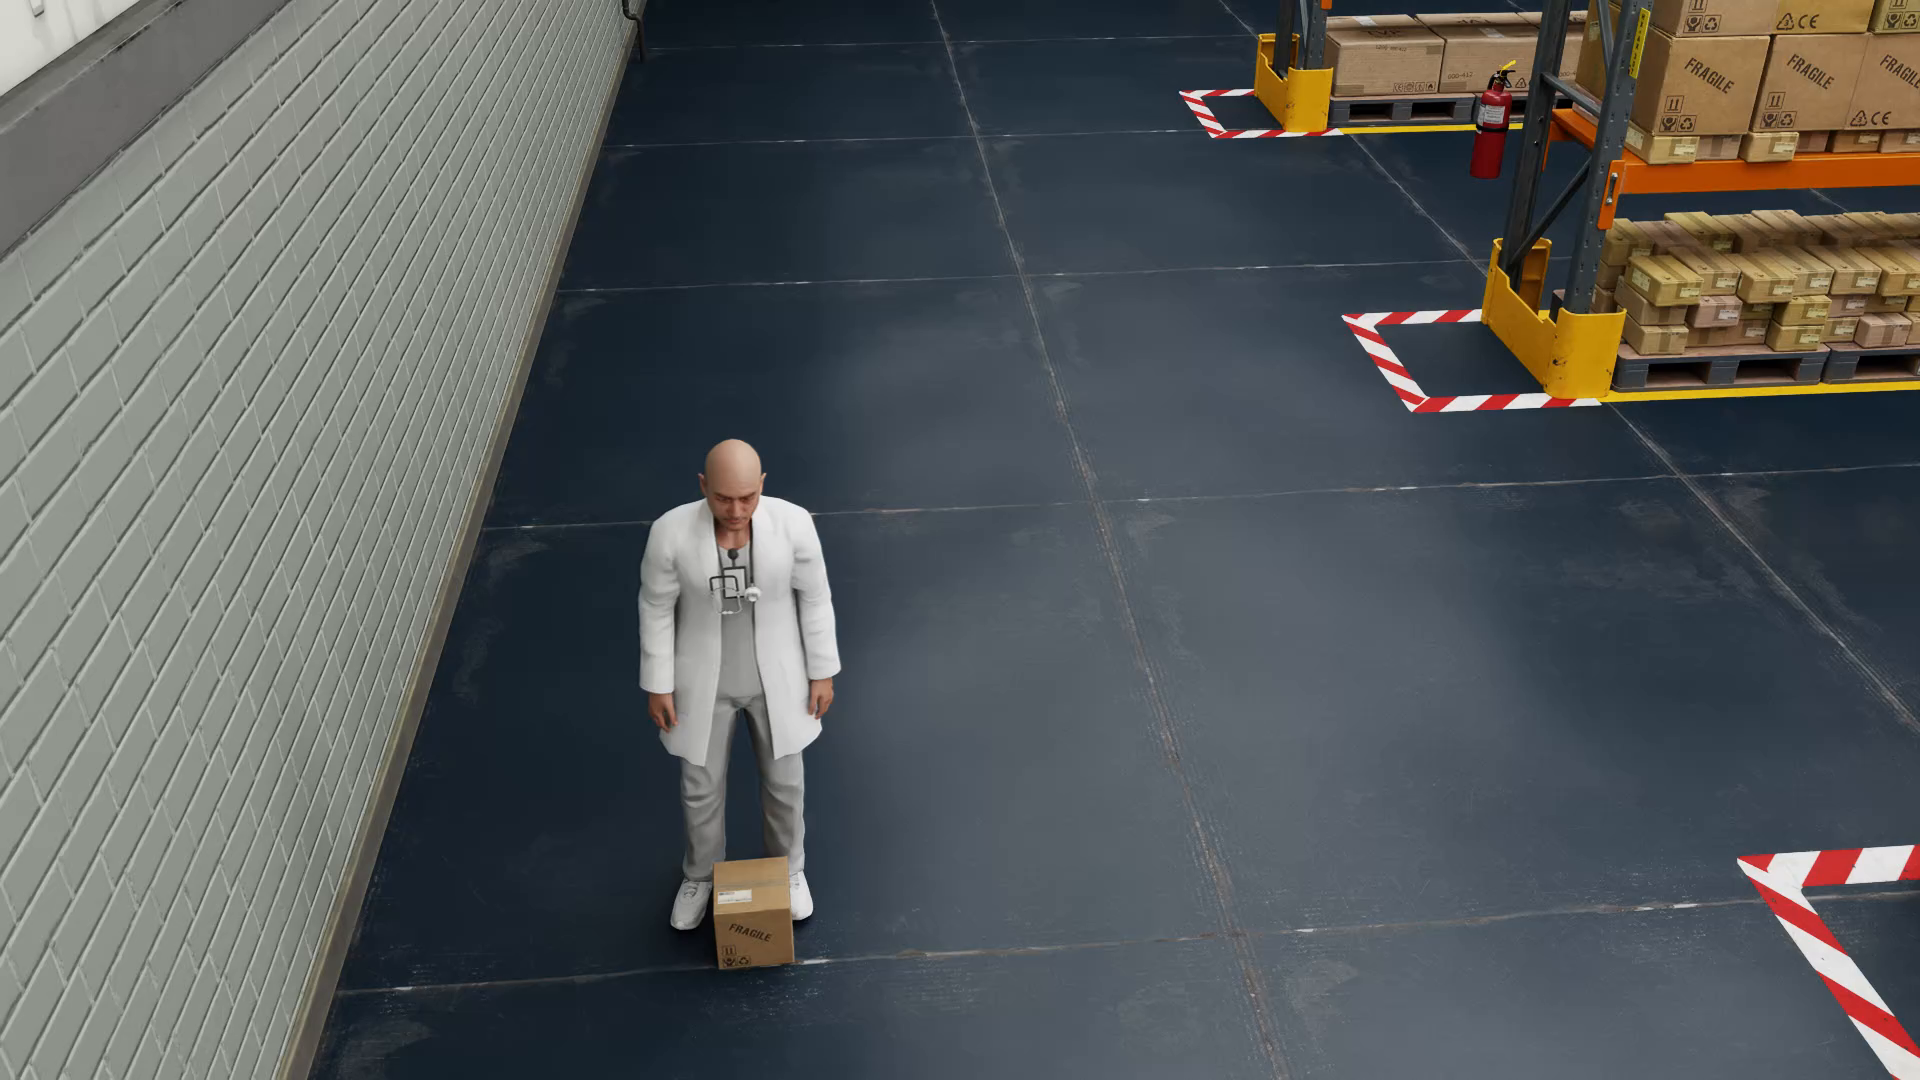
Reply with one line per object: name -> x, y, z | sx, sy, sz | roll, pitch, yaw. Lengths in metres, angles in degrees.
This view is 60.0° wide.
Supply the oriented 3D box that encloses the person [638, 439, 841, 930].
person -> -0.706, 0.459, 5.375 | 0.646, 1.772, 0.429 | -4, 31, -7
